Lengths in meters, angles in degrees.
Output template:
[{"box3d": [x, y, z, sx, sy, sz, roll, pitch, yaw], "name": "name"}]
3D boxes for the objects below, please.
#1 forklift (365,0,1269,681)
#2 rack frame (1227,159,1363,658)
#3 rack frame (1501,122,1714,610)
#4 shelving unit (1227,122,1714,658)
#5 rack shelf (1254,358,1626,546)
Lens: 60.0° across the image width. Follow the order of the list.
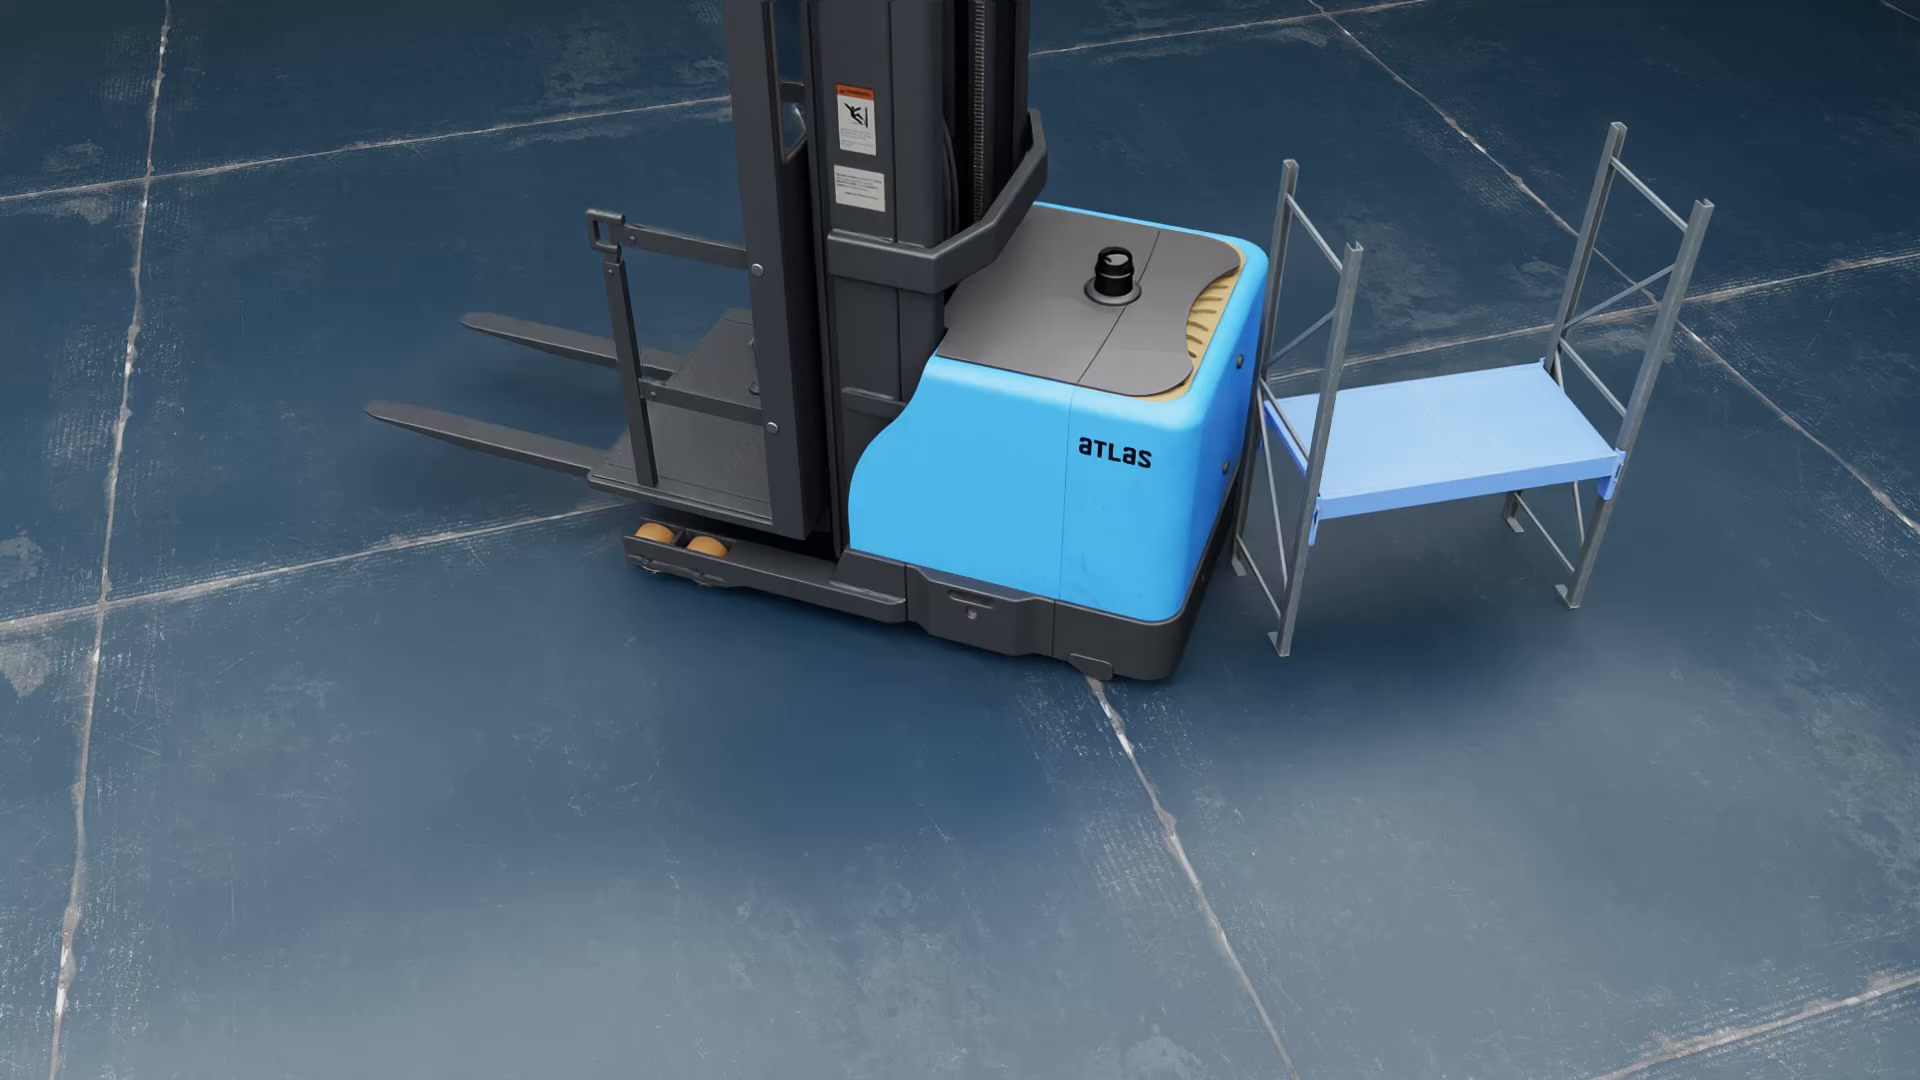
[{"box3d": [-0.595, -1.262, 4.967, 3.031, 2.935, 1.130, 14, 43, 15], "name": "forklift"}, {"box3d": [0.983, -0.350, 5.011, 0.032, 1.500, 0.500, -8, 42, -10], "name": "rack frame"}, {"box3d": [1.975, -0.498, 5.180, 0.032, 1.500, 0.500, -8, 42, -10], "name": "rack frame"}, {"box3d": [1.479, -0.424, 5.096, 1.048, 1.500, 0.538, -8, 42, -10], "name": "shelving unit"}, {"box3d": [1.479, -0.289, 5.214, 1.000, 0.185, 0.538, -8, 42, -10], "name": "rack shelf"}]
